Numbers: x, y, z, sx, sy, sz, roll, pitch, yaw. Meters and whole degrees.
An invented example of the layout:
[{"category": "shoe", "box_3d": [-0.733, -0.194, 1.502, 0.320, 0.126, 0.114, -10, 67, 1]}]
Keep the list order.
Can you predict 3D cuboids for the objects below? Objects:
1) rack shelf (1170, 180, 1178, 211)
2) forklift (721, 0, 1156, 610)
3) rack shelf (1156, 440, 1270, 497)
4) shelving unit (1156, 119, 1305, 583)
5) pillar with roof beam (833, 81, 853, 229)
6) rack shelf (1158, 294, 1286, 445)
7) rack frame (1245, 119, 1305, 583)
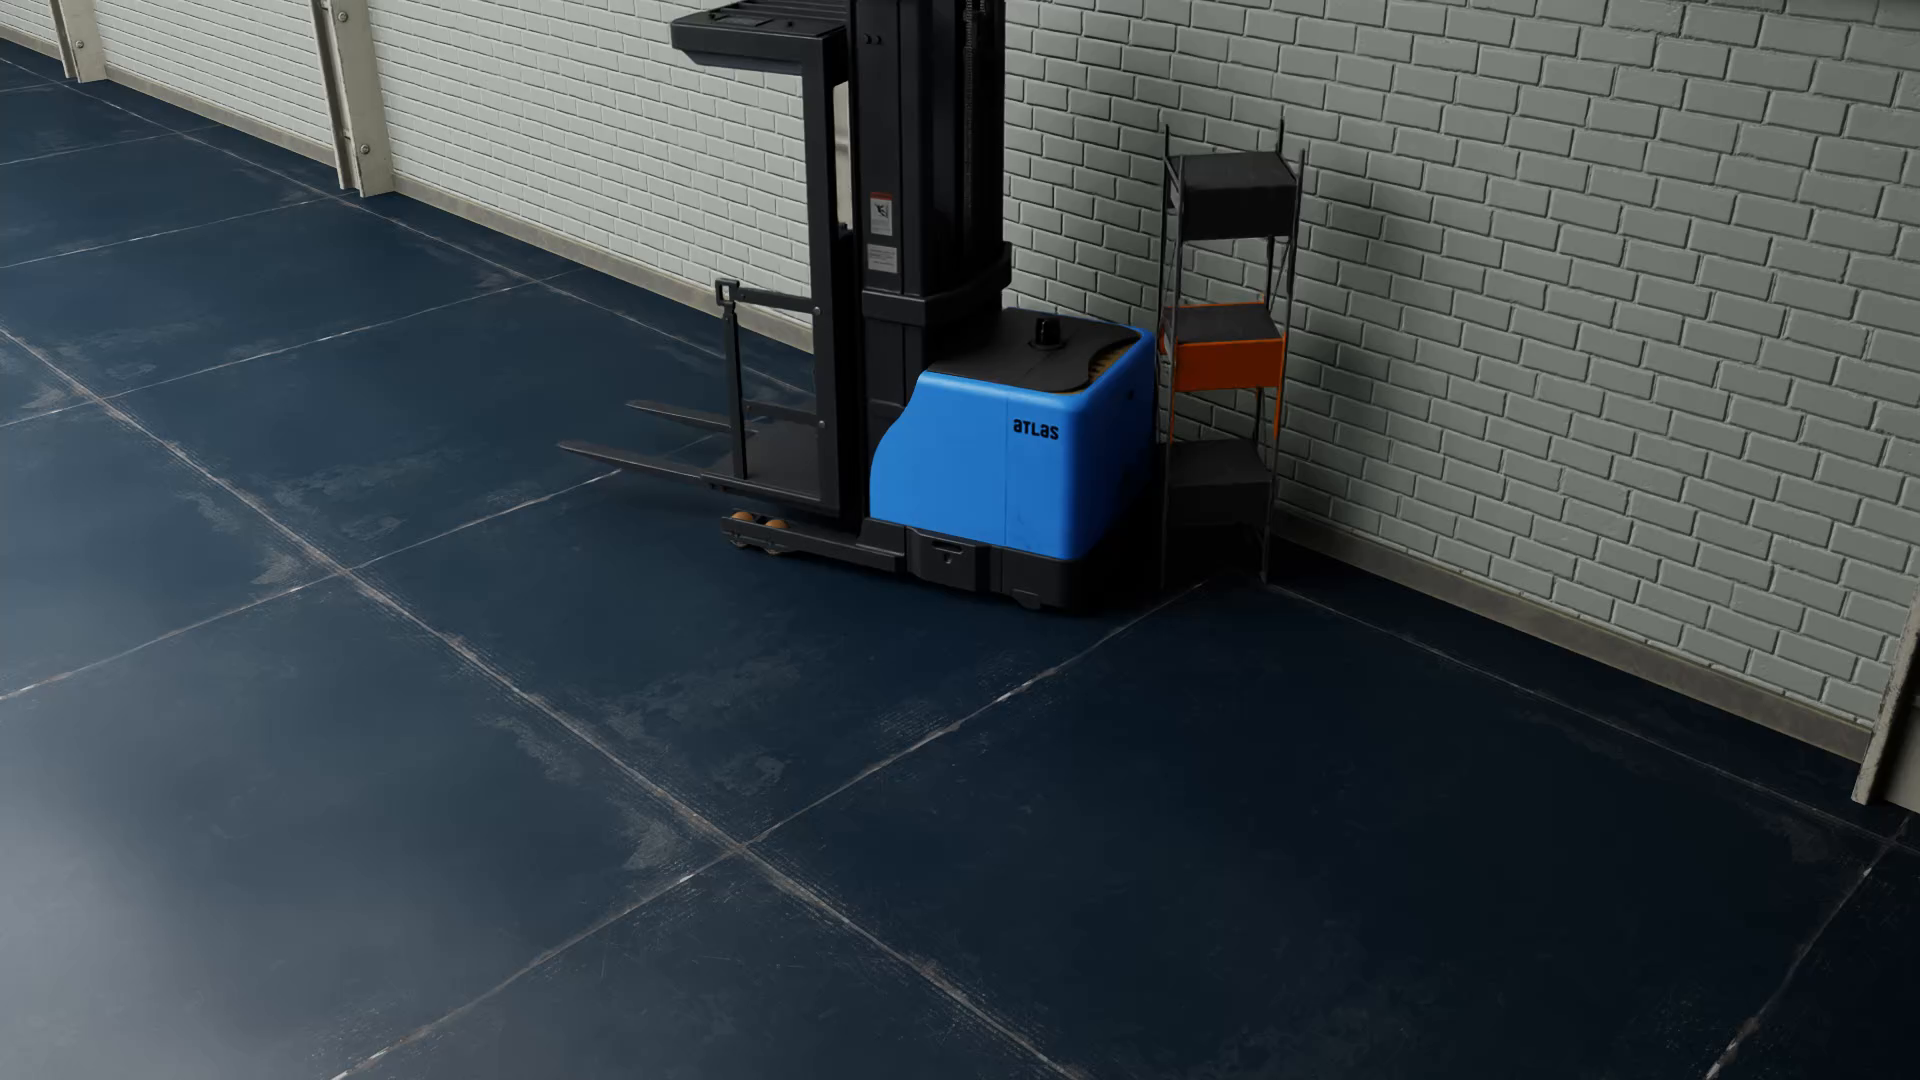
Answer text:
[{"category": "rack shelf", "box_3d": [1.135, -1.440, 7.000, 0.442, 0.100, 0.332, -3, 32, -3]}, {"category": "forklift", "box_3d": [-0.608, -1.434, 7.829, 3.031, 2.935, 1.130, 13, 30, 22]}, {"category": "rack shelf", "box_3d": [1.167, -0.290, 7.731, 0.457, 0.174, 0.368, -3, 32, -3]}, {"category": "shelving unit", "box_3d": [1.159, -0.777, 7.422, 0.492, 2.100, 0.431, -3, 32, -3]}, {"category": "pillar with roof beam", "box_3d": [-3.639, -3.506, 5.249, 0.400, 9.000, 9.100, 25, 36, 38]}, {"category": "rack shelf", "box_3d": [1.154, -0.765, 7.429, 0.480, 0.518, 0.431, -3, 32, -3]}, {"category": "rack frame", "box_3d": [1.397, -0.790, 7.433, 0.015, 2.100, 0.400, -3, 32, -3]}]
